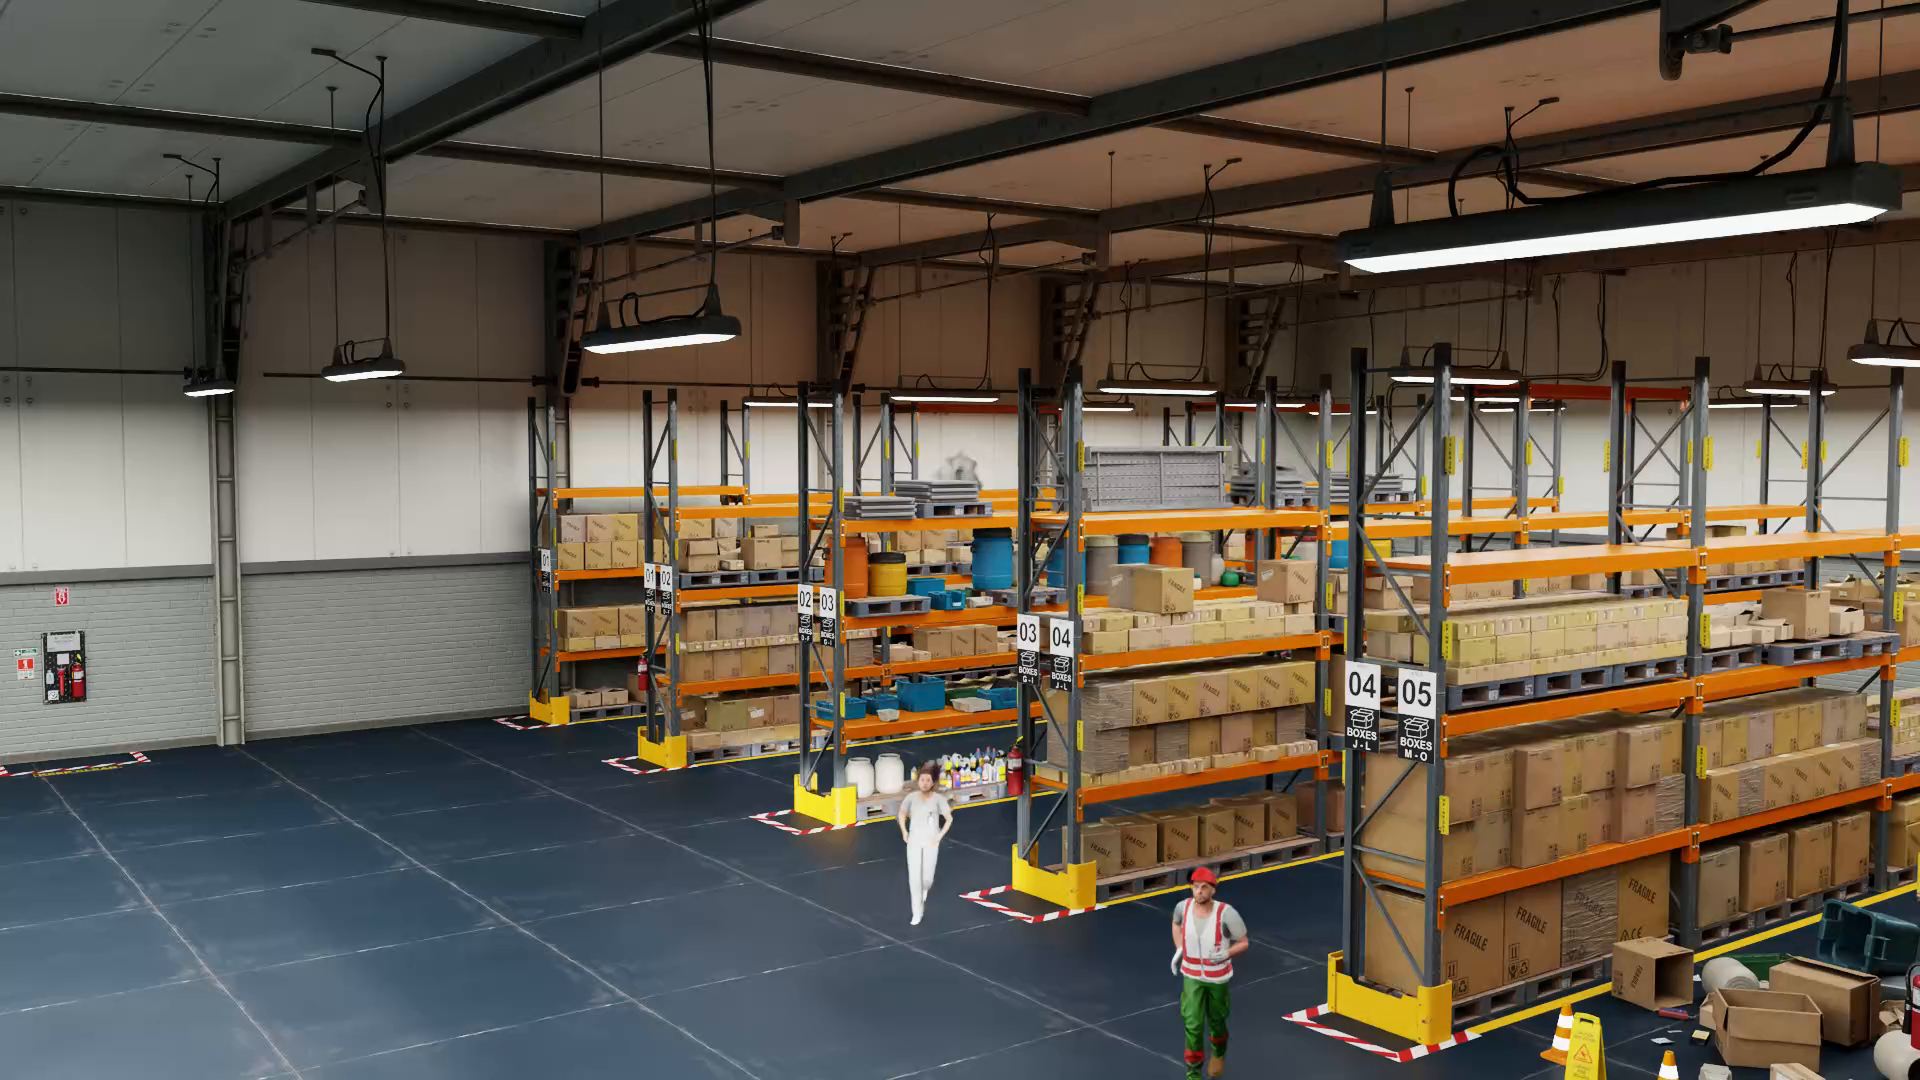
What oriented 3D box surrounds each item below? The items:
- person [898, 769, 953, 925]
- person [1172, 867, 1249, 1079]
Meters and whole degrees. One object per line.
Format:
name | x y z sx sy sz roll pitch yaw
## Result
person | -0.378 3.296 18.116 0.601 1.653 0.723 0 3 3
person | 1.949 3.457 13.123 0.629 1.787 0.921 1 4 19
